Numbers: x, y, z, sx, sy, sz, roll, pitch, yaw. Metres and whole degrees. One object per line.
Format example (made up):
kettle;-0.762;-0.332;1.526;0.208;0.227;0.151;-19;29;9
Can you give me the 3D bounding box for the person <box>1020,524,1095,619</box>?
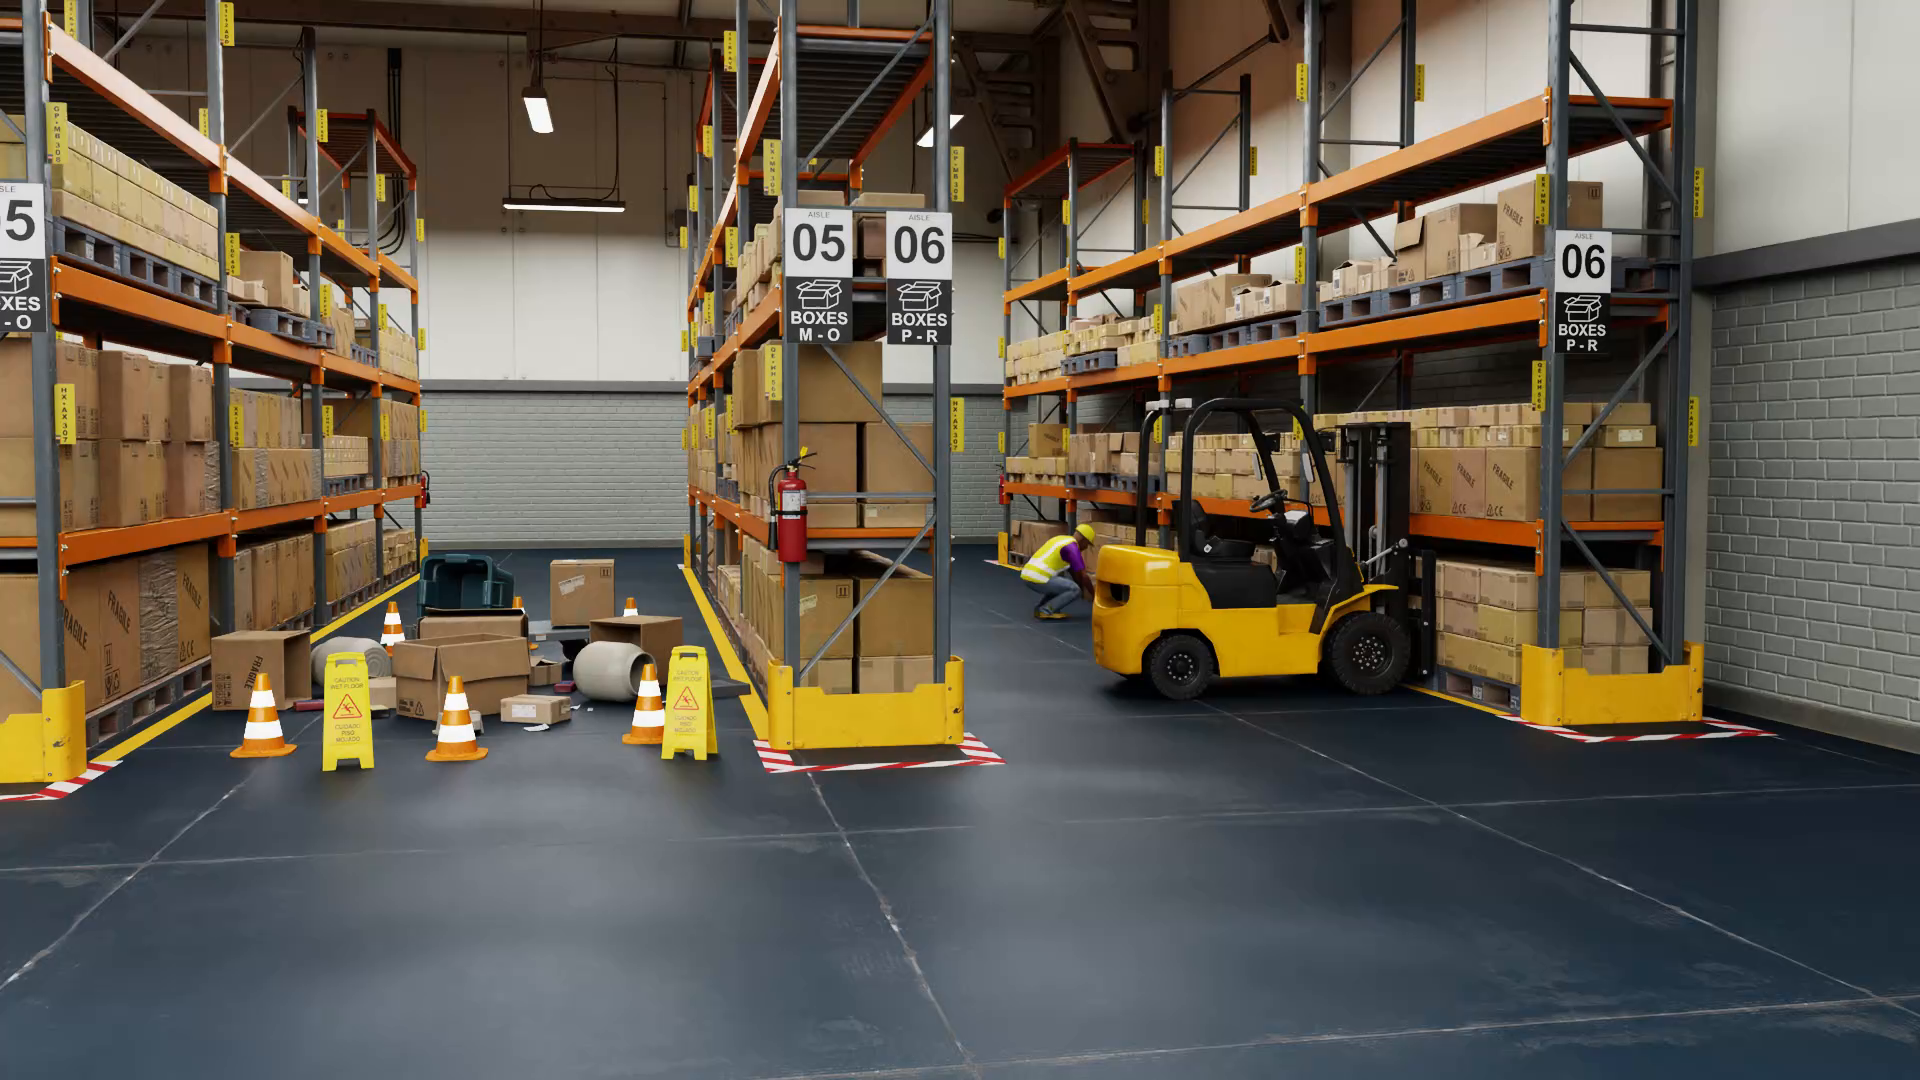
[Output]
person;1.096;0.335;17.849;0.893;1.005;0.565;-1;3;-12
